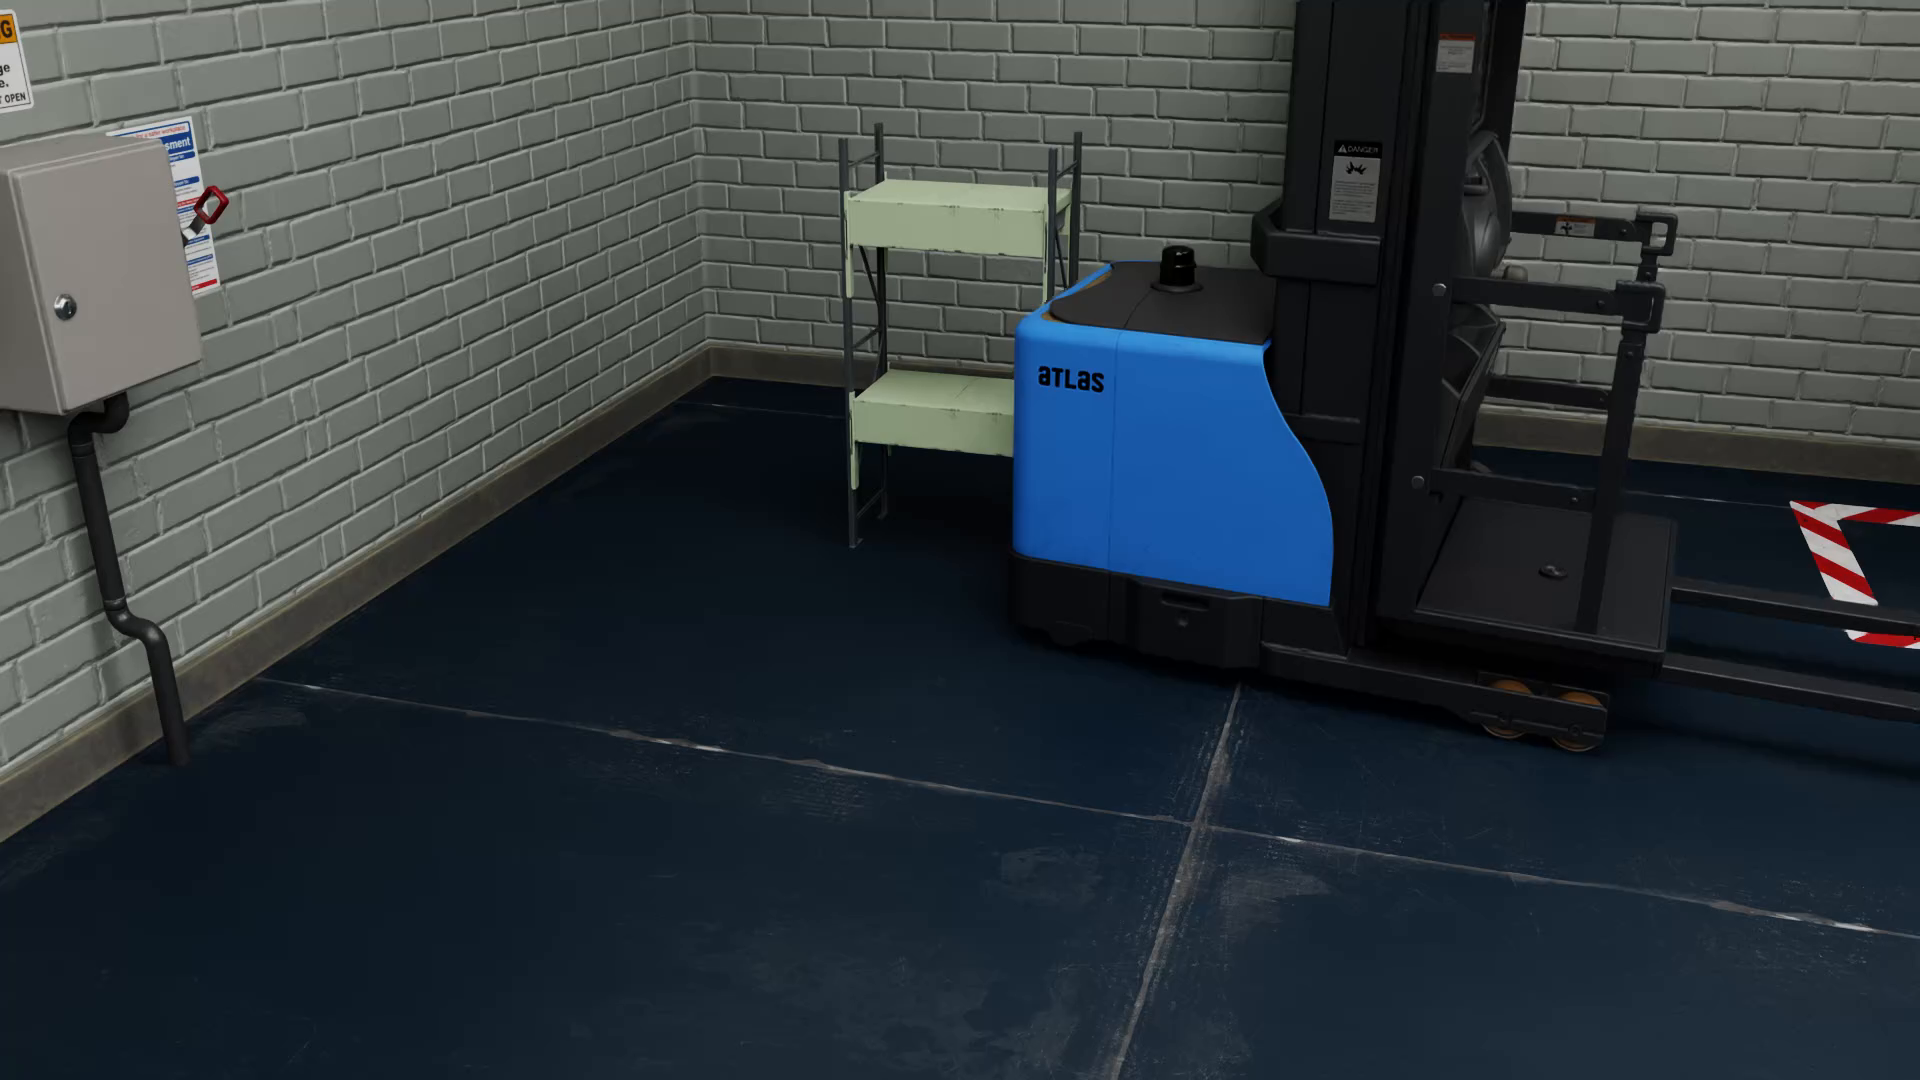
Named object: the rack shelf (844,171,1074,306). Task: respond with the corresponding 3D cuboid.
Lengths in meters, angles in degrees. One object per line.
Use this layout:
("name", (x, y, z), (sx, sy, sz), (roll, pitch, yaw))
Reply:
("rack shelf", (0.006, -1.054, 5.836), (0.720, 0.370, 0.431), (7, 23, 16))

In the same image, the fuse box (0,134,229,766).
("fuse box", (-2.185, -0.168, 4.425), (0.414, 1.711, 0.539), (7, 23, 16))

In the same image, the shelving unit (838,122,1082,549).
("shelving unit", (0.006, -0.693, 5.984), (0.755, 1.500, 0.431), (7, 23, 16))

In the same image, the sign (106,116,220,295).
("sign", (-2.240, -0.923, 4.692), (0.001, 0.494, 0.329), (7, 23, 16))

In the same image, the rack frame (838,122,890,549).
("rack frame", (-0.344, -0.733, 6.081), (0.023, 1.500, 0.400), (7, 23, 16))

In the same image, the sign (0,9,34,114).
("sign", (-2.399, -1.149, 4.030), (0.001, 0.242, 0.339), (7, 23, 16))

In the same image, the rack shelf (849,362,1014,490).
("rack shelf", (0.006, -0.392, 6.107), (0.720, 0.370, 0.431), (7, 23, 16))

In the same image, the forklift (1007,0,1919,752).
("forklift", (1.718, -0.977, 4.789), (3.031, 2.935, 1.130), (9, 24, 22))

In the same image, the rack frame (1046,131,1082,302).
("rack frame", (0.357, -0.653, 5.886), (0.023, 1.500, 0.400), (7, 23, 16))
